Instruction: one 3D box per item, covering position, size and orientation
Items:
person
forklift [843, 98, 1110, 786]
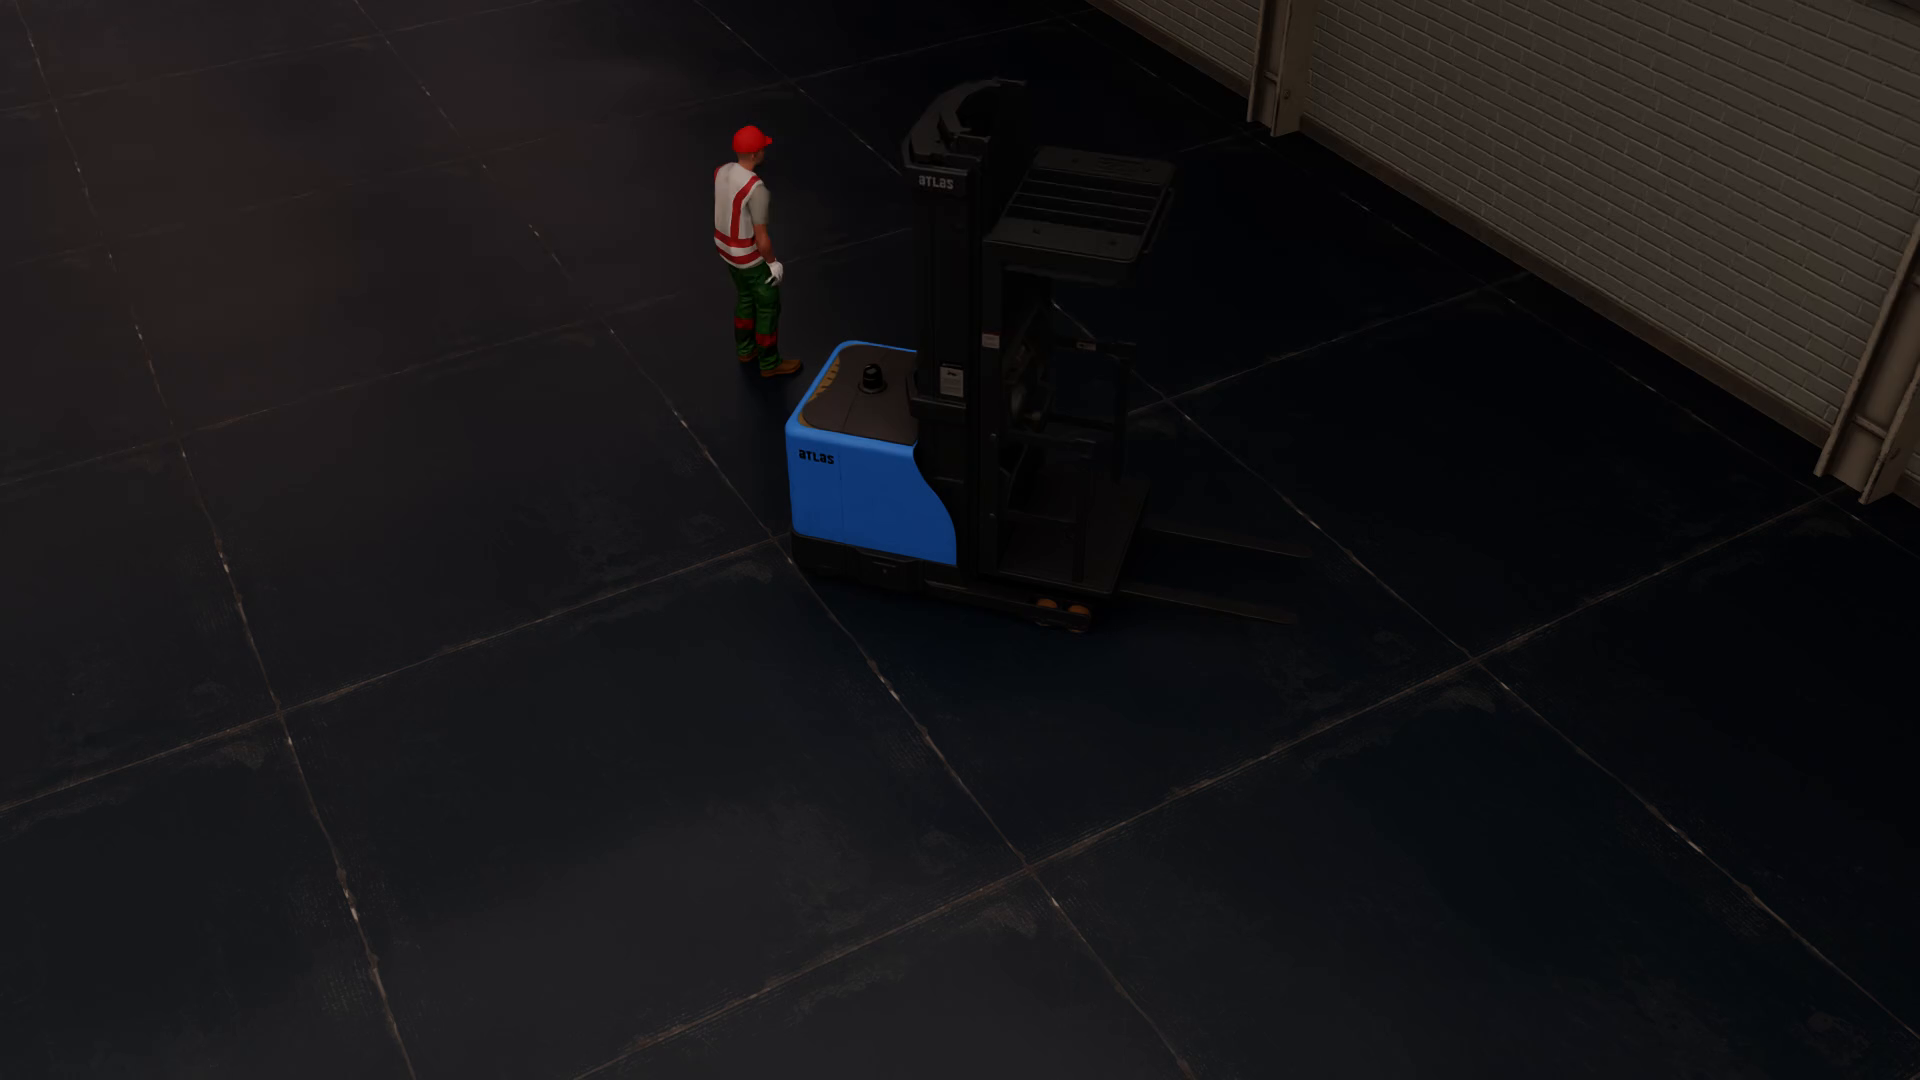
[{"bbox_3d":[-1.415,-1.960,11.305,0.452,1.777,0.610,-28,47,-29],"label":"person"},{"bbox_3d":[0.100,-0.693,8.871,1.130,2.935,3.031,-8,40,-10],"label":"forklift"}]
